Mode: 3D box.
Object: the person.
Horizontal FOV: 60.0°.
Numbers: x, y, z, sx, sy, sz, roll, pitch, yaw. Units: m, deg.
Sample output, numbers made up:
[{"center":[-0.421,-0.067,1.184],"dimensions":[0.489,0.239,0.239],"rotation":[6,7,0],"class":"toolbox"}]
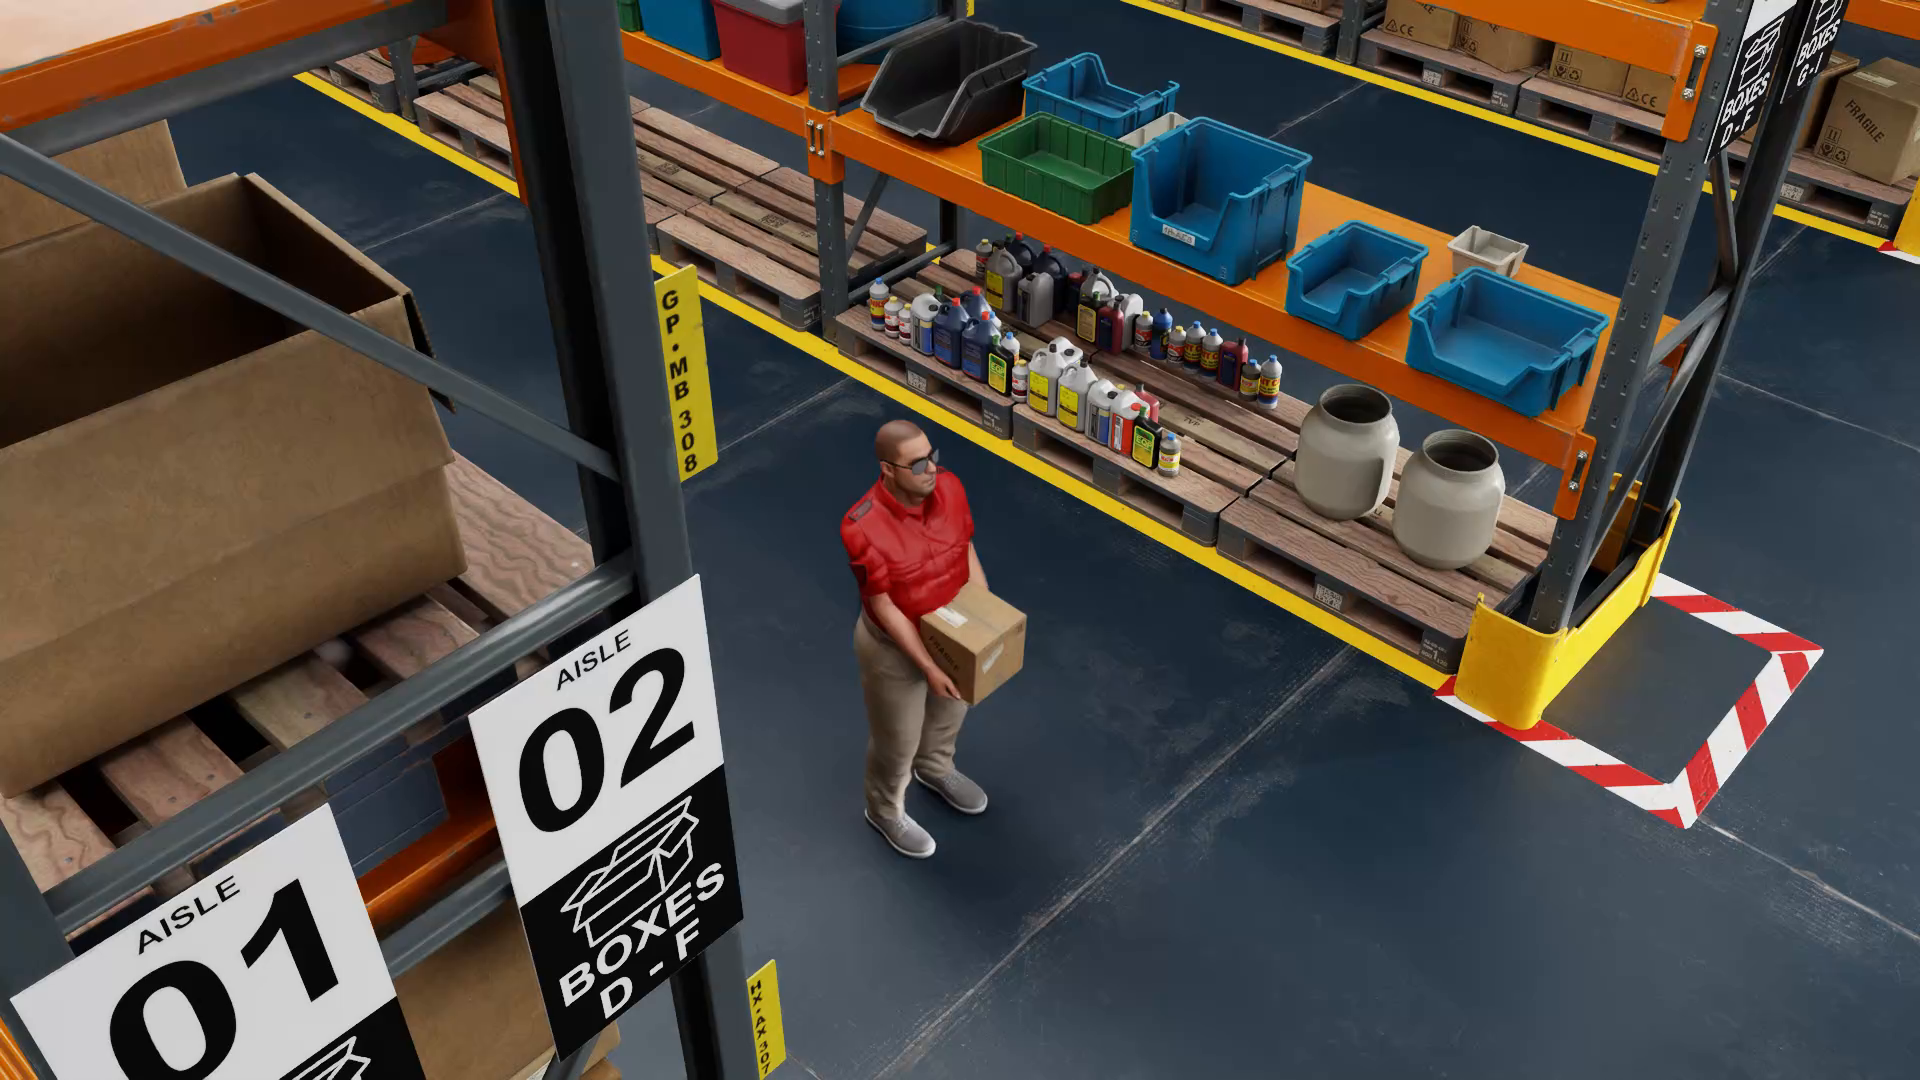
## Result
[{"center":[-0.079,0.376,5.707],"dimensions":[0.529,1.720,0.499],"rotation":[32,49,33],"class":"person"}]
